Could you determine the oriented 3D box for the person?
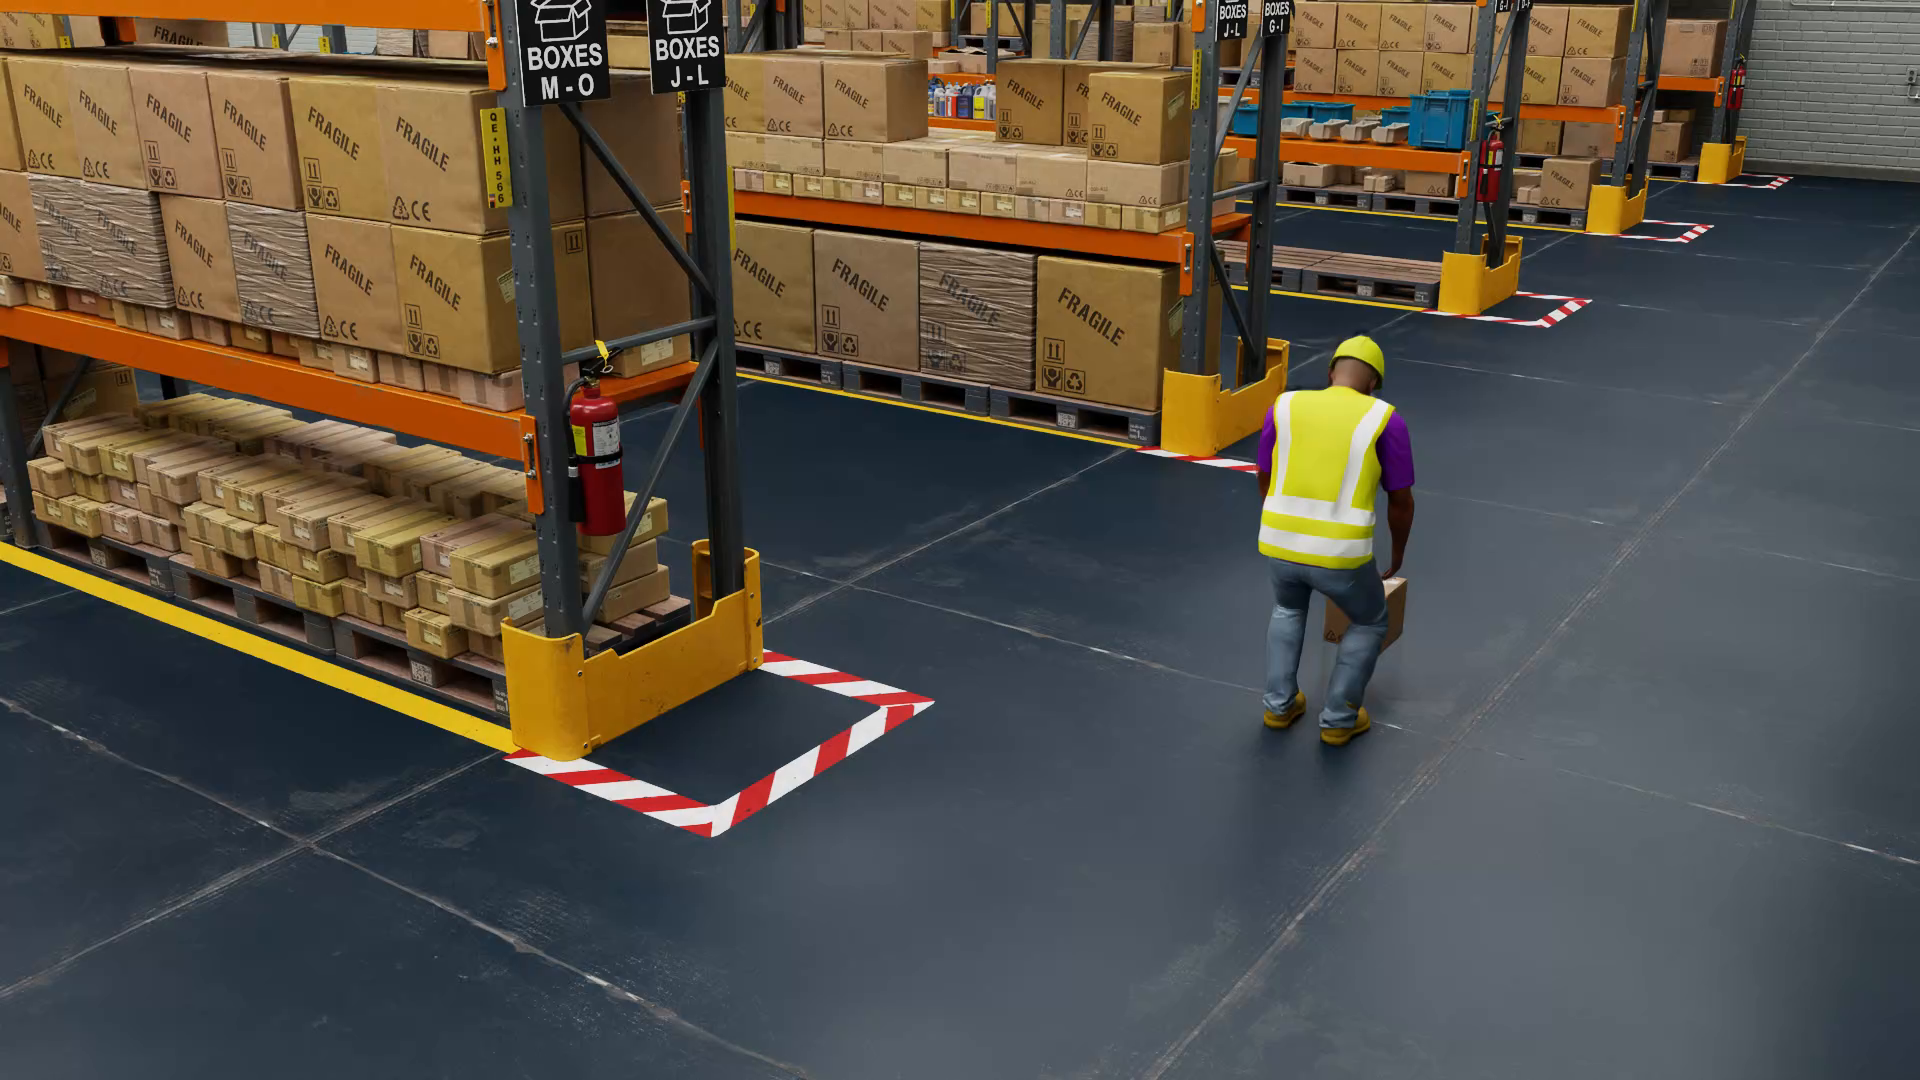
[{"bbox_3d":[1.404,-0.003,6.415,0.627,1.517,0.687,13,24,32],"label":"person"}]
